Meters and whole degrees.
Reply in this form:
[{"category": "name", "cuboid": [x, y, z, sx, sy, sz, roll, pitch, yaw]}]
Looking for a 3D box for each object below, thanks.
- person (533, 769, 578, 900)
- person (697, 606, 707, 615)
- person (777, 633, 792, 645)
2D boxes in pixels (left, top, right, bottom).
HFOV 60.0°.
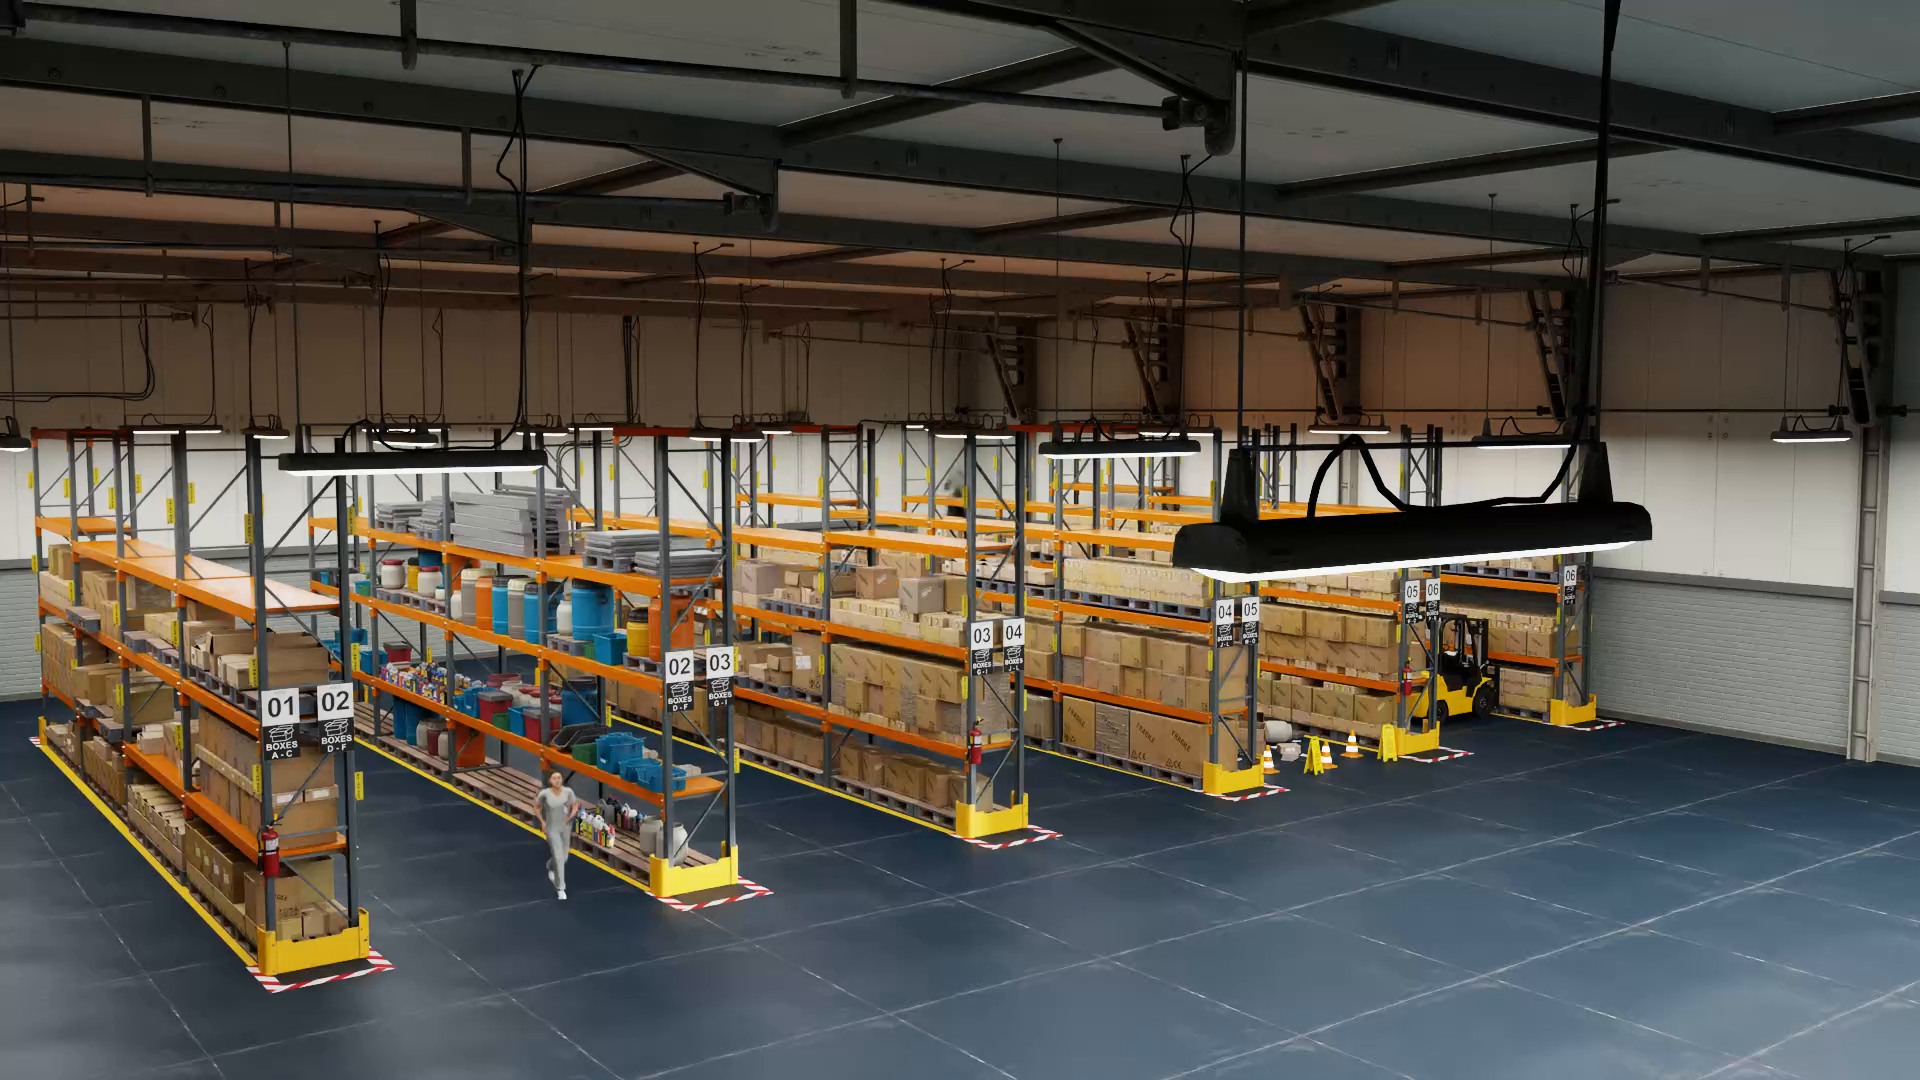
[{"category": "person", "cuboid": [-5.279, 3.802, 21.765, 0.567, 1.659, 0.811, -2, 5, -28]}, {"category": "person", "cuboid": [-6.283, 2.290, 41.016, 0.799, 1.769, 0.867, 3, 5, 33]}, {"category": "person", "cuboid": [-4.312, 2.279, 41.679, 0.630, 1.566, 0.612, 2, 5, 21]}]
